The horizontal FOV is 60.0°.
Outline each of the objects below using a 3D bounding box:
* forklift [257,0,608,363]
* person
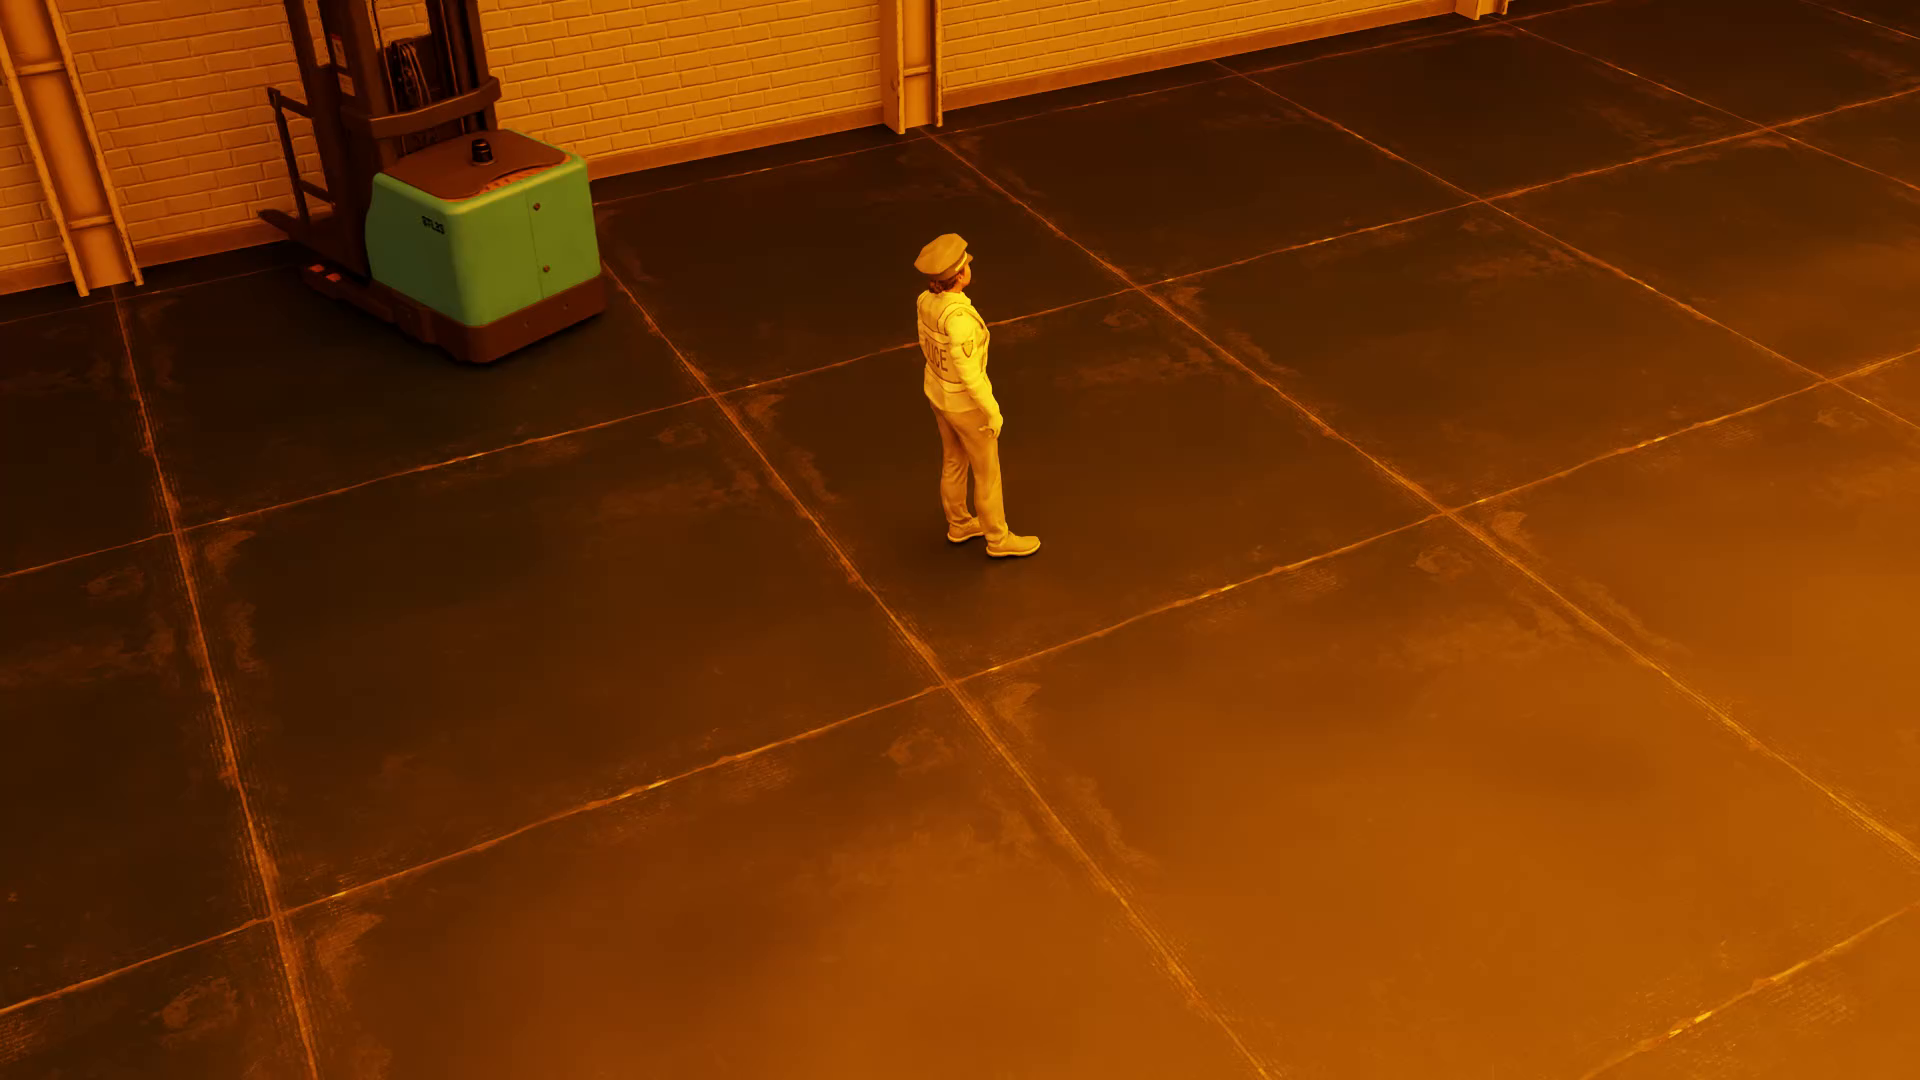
[{"bbox_3d":[-3.703,-2.980,10.339,3.031,2.935,1.130,26,43,32],"label":"forklift"},{"bbox_3d":[0.063,-0.713,8.191,0.531,1.695,0.587,-17,39,-23],"label":"person"}]
